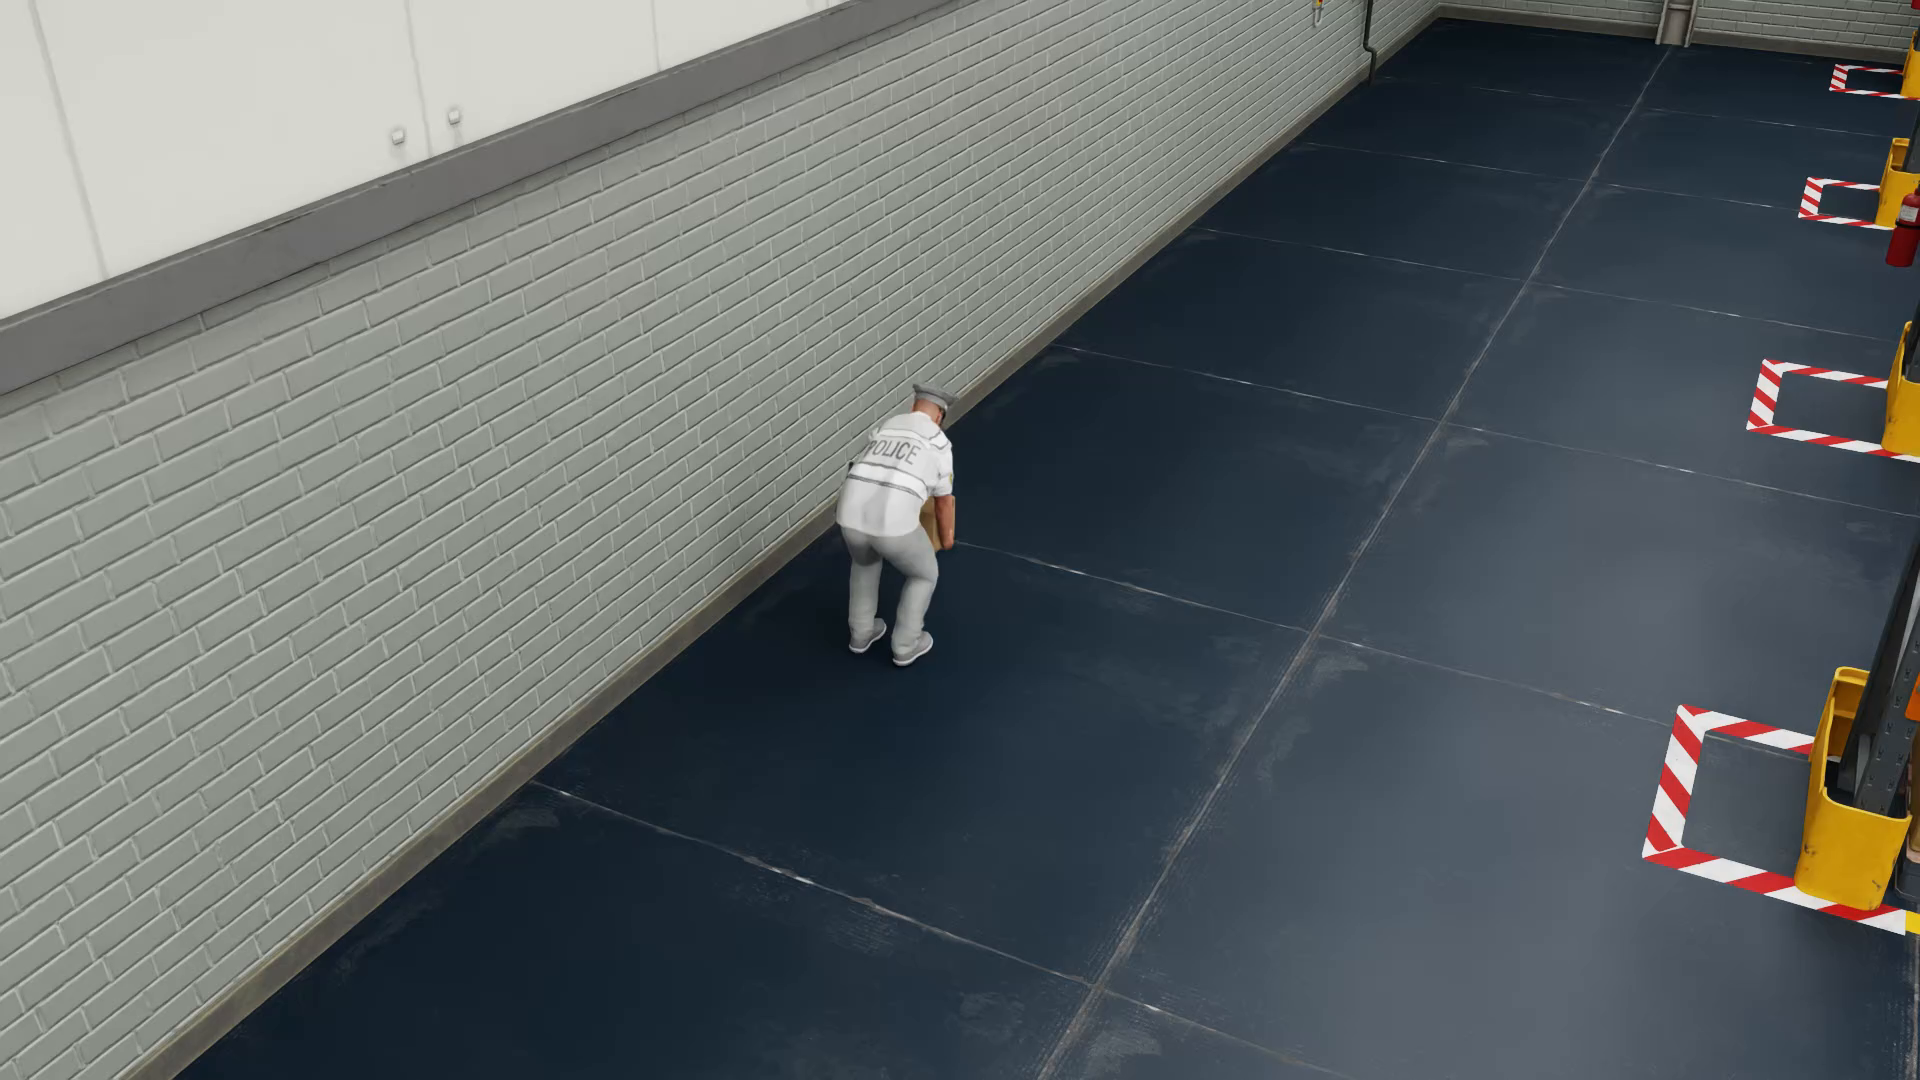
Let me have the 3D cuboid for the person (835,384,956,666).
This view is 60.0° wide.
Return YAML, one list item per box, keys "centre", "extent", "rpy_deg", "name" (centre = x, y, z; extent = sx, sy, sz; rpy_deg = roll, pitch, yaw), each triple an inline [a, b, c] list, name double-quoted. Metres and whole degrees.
- centre: [-0.289, -0.091, 8.863]
  extent: [0.495, 1.341, 0.987]
  rpy_deg: [13, 32, 22]
  name: "person"
